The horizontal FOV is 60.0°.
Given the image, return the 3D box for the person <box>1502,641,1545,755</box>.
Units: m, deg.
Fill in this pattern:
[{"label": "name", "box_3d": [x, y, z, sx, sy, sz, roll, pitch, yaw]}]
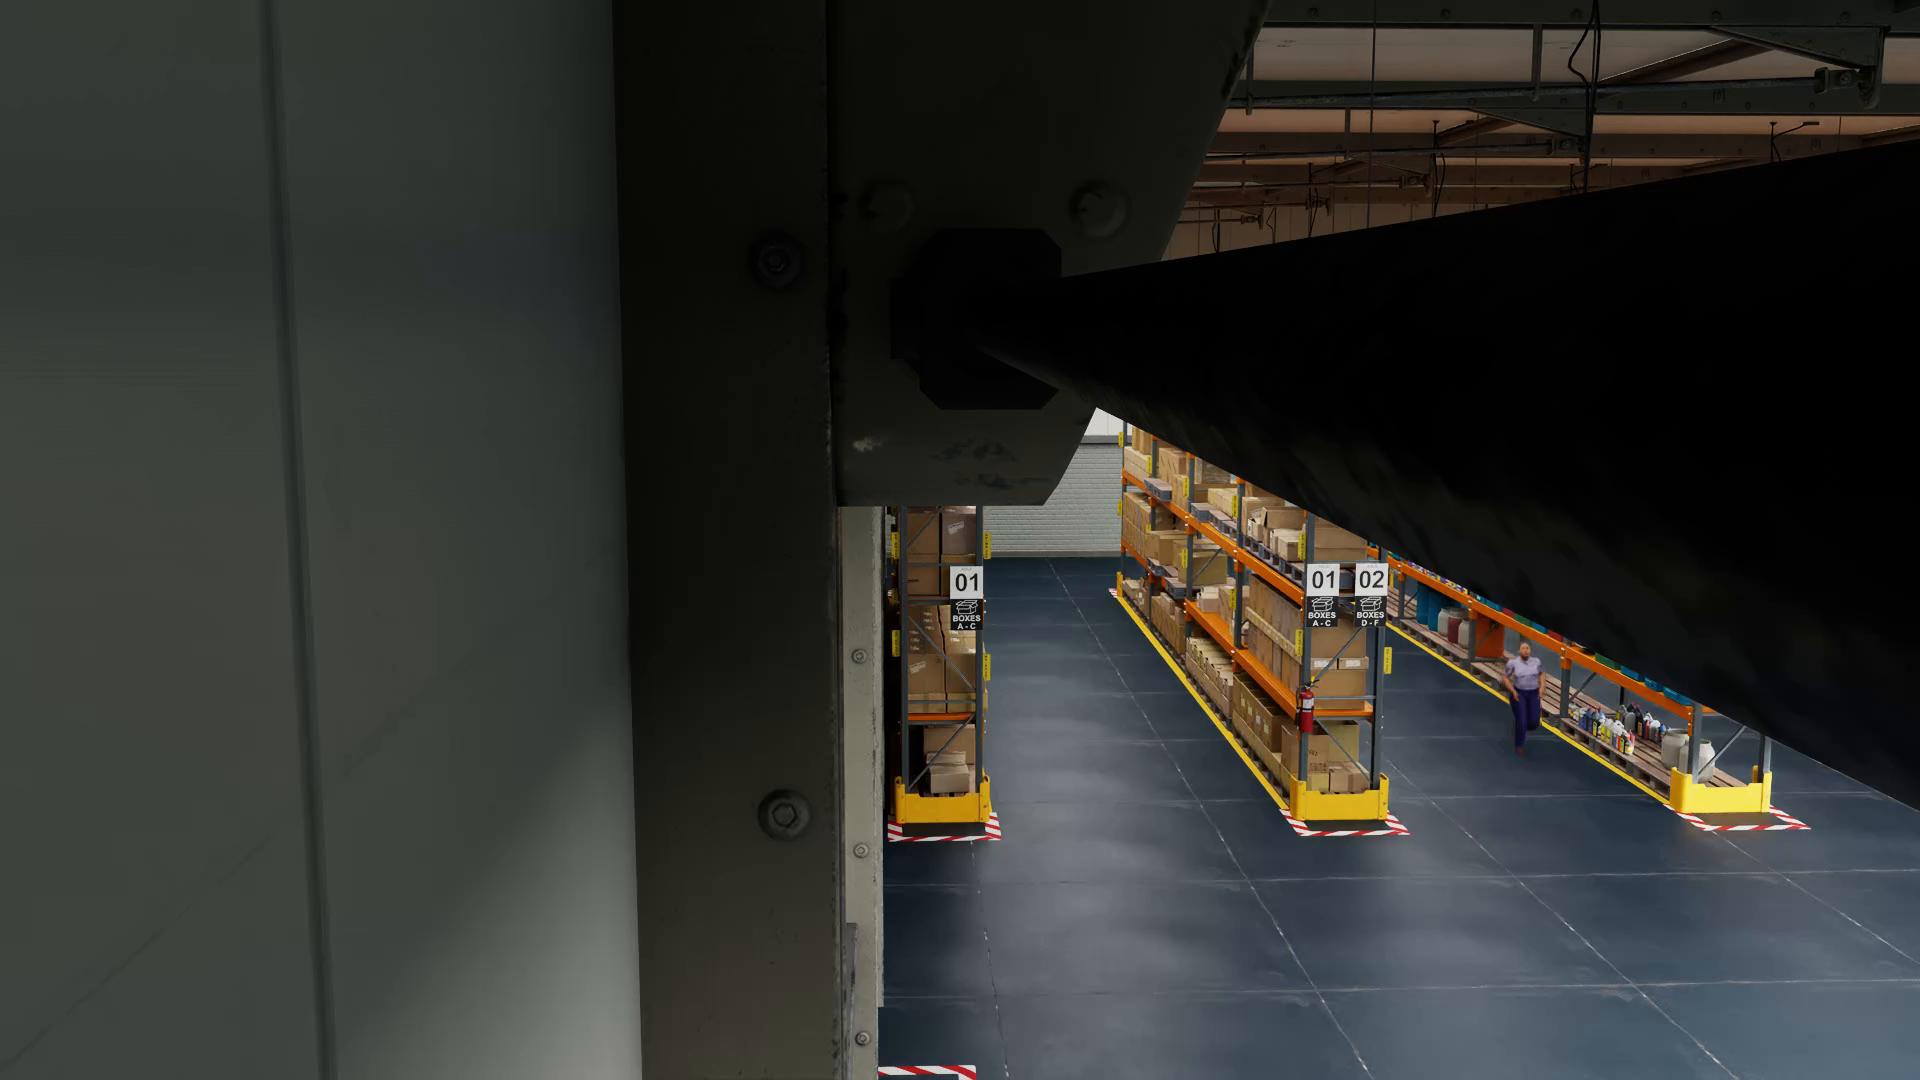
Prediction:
[{"label": "person", "box_3d": [8.023, 2.245, 23.661, 0.605, 1.595, 0.535, 0, 8, 1]}]
